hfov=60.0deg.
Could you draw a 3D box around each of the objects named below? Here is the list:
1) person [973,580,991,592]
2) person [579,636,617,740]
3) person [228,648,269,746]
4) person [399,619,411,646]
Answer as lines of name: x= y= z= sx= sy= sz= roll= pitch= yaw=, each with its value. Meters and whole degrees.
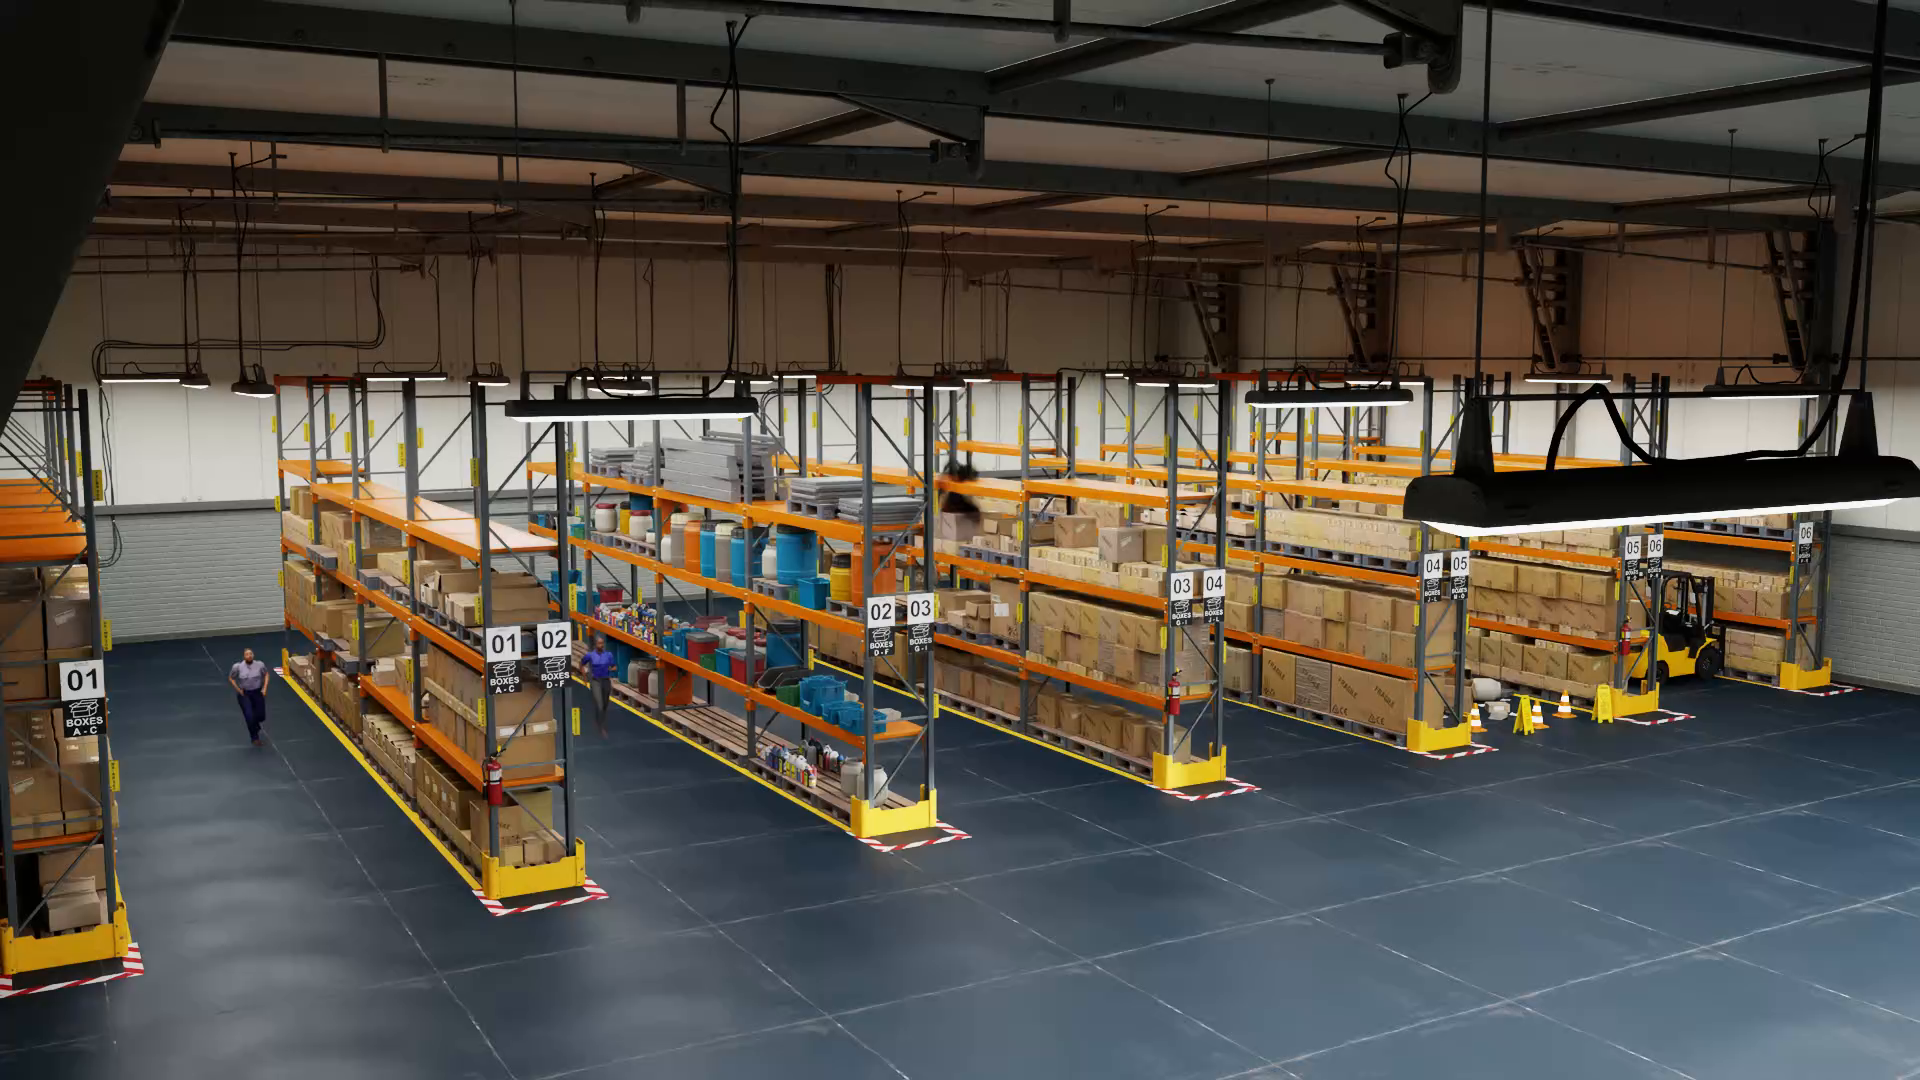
person: x=0.539 y=0.793 z=42.890 sx=0.972 sy=1.629 sz=0.665 roll=-3 pitch=7 yaw=-28
person: x=-6.032 y=2.439 z=27.886 sx=0.569 sy=1.661 sz=0.906 roll=-4 pitch=7 yaw=-33
person: x=-11.685 y=2.558 z=27.360 sx=0.624 sy=1.613 sz=0.566 roll=-4 pitch=7 yaw=-32
person: x=-11.540 y=1.678 z=34.470 sx=0.905 sy=1.740 sz=0.731 roll=2 pitch=7 yaw=19
